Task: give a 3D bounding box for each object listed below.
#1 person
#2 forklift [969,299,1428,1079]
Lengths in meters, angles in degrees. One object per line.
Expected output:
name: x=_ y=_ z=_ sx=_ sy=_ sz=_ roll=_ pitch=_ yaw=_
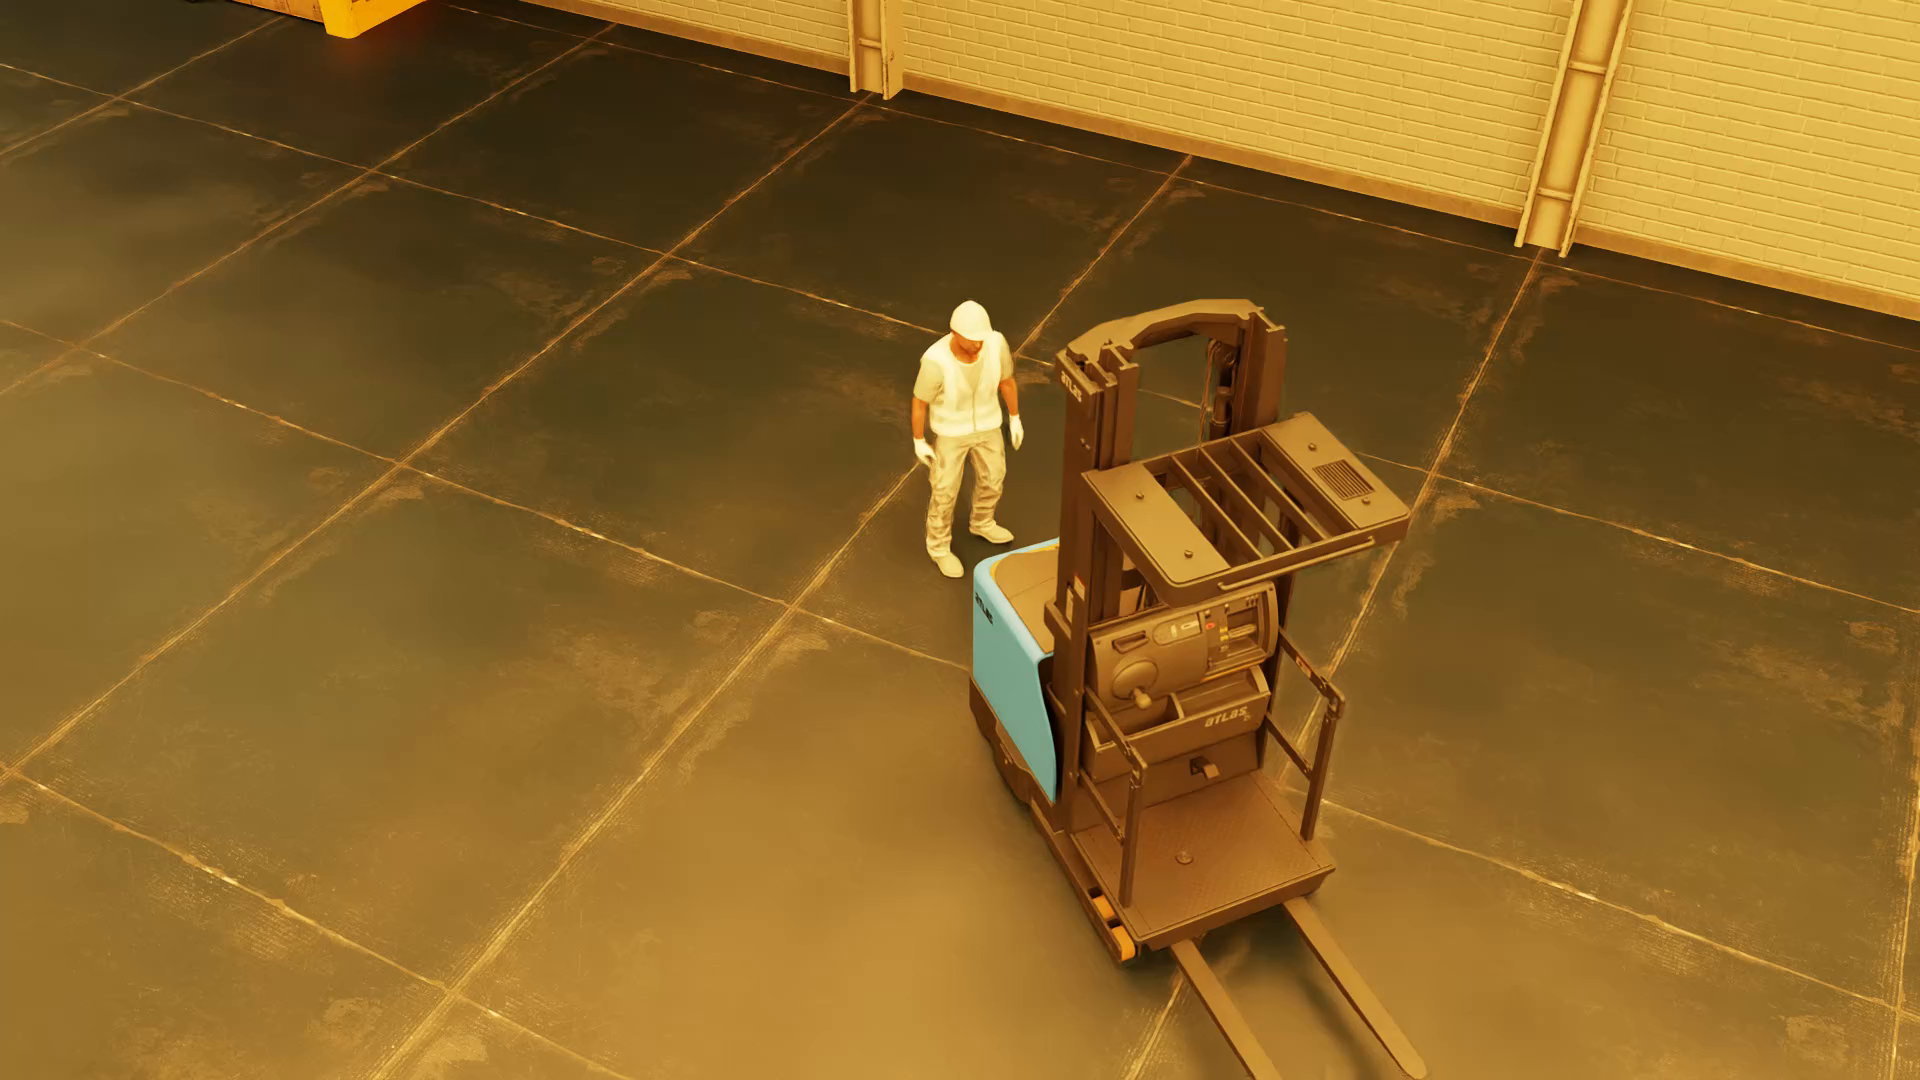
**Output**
person: x=0.058 y=-0.612 z=9.633 sx=0.660 sy=1.756 sz=0.512 roll=-14 pitch=42 yaw=-16
forklift: x=1.106 y=0.555 z=7.327 sx=1.130 sy=2.935 sz=3.031 roll=-16 pitch=43 yaw=-18
